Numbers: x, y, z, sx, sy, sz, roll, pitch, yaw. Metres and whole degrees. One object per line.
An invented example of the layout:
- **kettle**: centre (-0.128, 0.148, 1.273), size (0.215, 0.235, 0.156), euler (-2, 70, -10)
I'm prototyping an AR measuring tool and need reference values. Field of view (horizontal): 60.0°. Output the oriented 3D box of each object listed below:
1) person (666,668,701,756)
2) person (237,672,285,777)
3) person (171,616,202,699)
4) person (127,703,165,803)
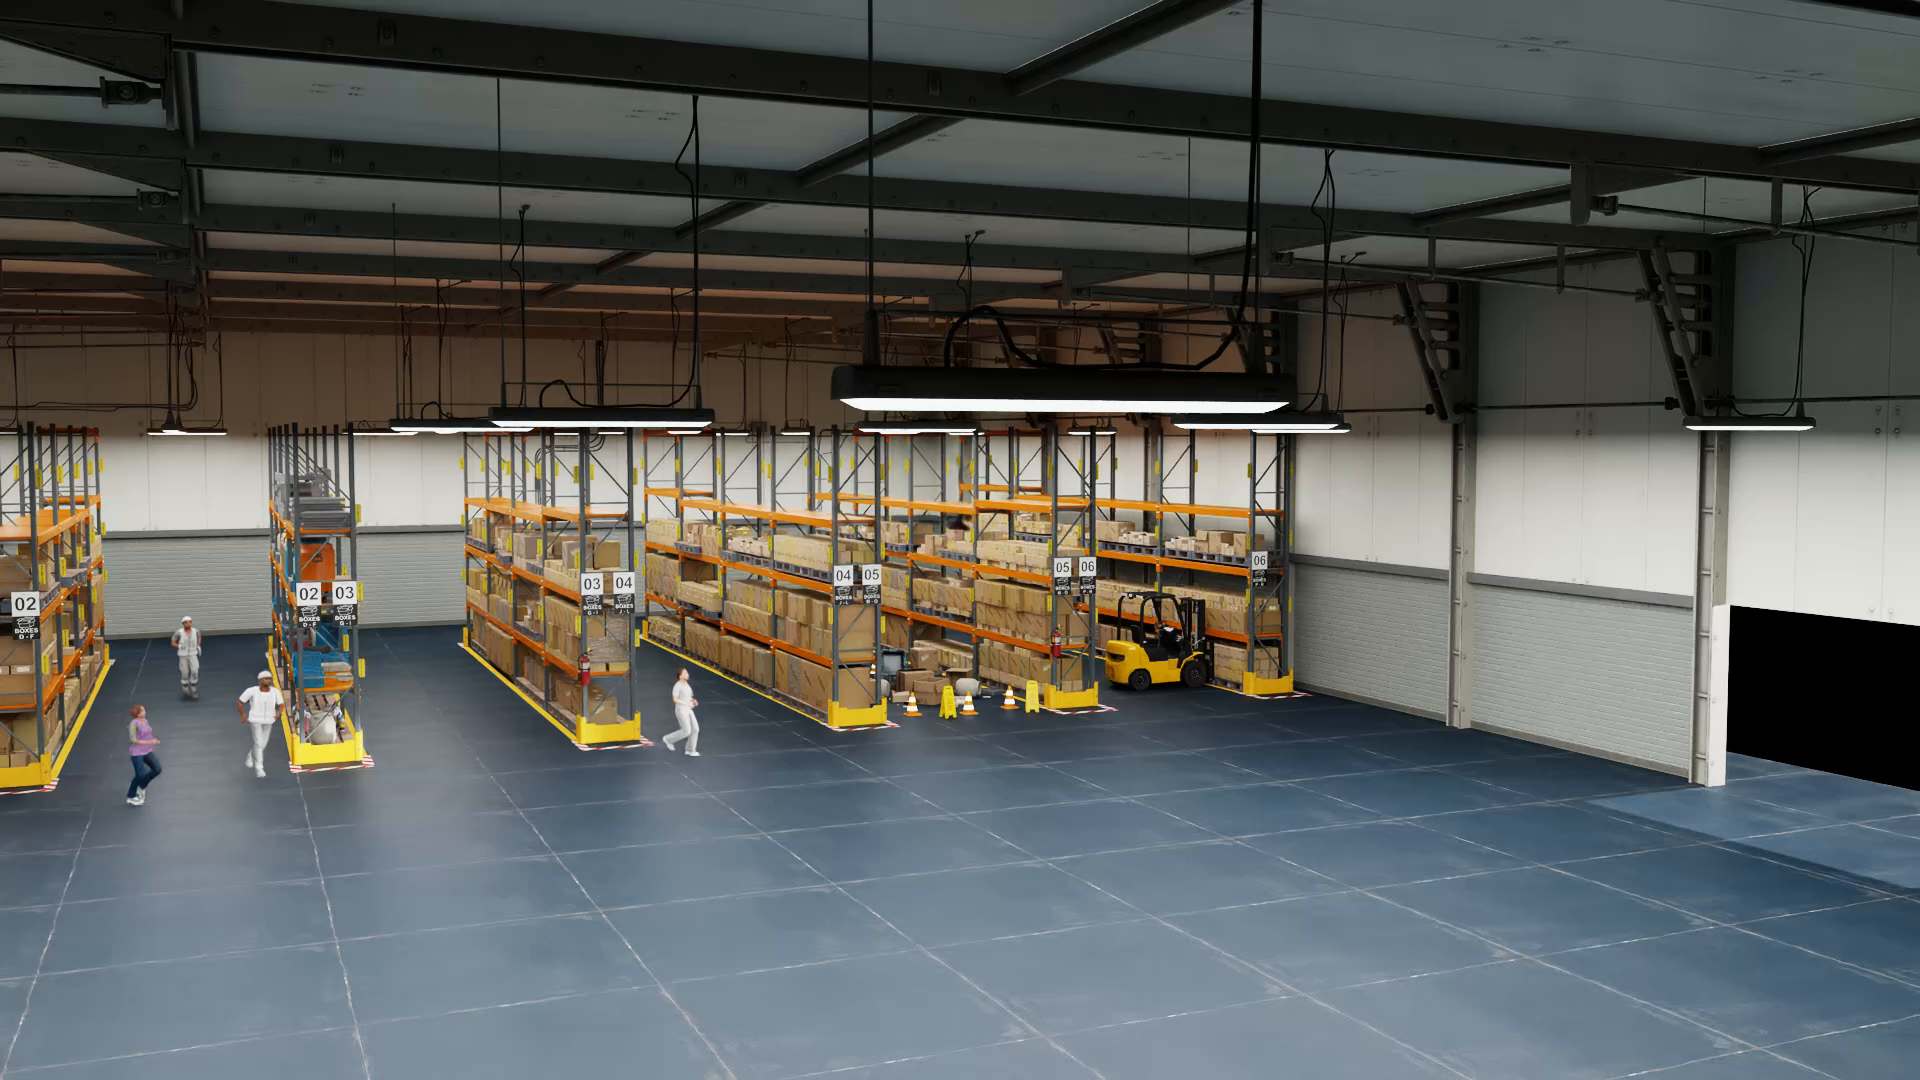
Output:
- **person**: centre (-5.009, 3.101, 29.958), size (0.635, 1.620, 0.596), euler (1, 4, 12)
- **person**: centre (-11.925, 3.125, 28.448), size (0.741, 1.745, 0.762), euler (-3, 5, -45)
- **person**: centre (-17.048, 2.590, 36.693), size (0.635, 1.834, 0.790), euler (-2, 4, -32)
- **person**: centre (-12.724, 3.329, 25.989), size (0.637, 1.572, 0.511), euler (1, 4, 9)
